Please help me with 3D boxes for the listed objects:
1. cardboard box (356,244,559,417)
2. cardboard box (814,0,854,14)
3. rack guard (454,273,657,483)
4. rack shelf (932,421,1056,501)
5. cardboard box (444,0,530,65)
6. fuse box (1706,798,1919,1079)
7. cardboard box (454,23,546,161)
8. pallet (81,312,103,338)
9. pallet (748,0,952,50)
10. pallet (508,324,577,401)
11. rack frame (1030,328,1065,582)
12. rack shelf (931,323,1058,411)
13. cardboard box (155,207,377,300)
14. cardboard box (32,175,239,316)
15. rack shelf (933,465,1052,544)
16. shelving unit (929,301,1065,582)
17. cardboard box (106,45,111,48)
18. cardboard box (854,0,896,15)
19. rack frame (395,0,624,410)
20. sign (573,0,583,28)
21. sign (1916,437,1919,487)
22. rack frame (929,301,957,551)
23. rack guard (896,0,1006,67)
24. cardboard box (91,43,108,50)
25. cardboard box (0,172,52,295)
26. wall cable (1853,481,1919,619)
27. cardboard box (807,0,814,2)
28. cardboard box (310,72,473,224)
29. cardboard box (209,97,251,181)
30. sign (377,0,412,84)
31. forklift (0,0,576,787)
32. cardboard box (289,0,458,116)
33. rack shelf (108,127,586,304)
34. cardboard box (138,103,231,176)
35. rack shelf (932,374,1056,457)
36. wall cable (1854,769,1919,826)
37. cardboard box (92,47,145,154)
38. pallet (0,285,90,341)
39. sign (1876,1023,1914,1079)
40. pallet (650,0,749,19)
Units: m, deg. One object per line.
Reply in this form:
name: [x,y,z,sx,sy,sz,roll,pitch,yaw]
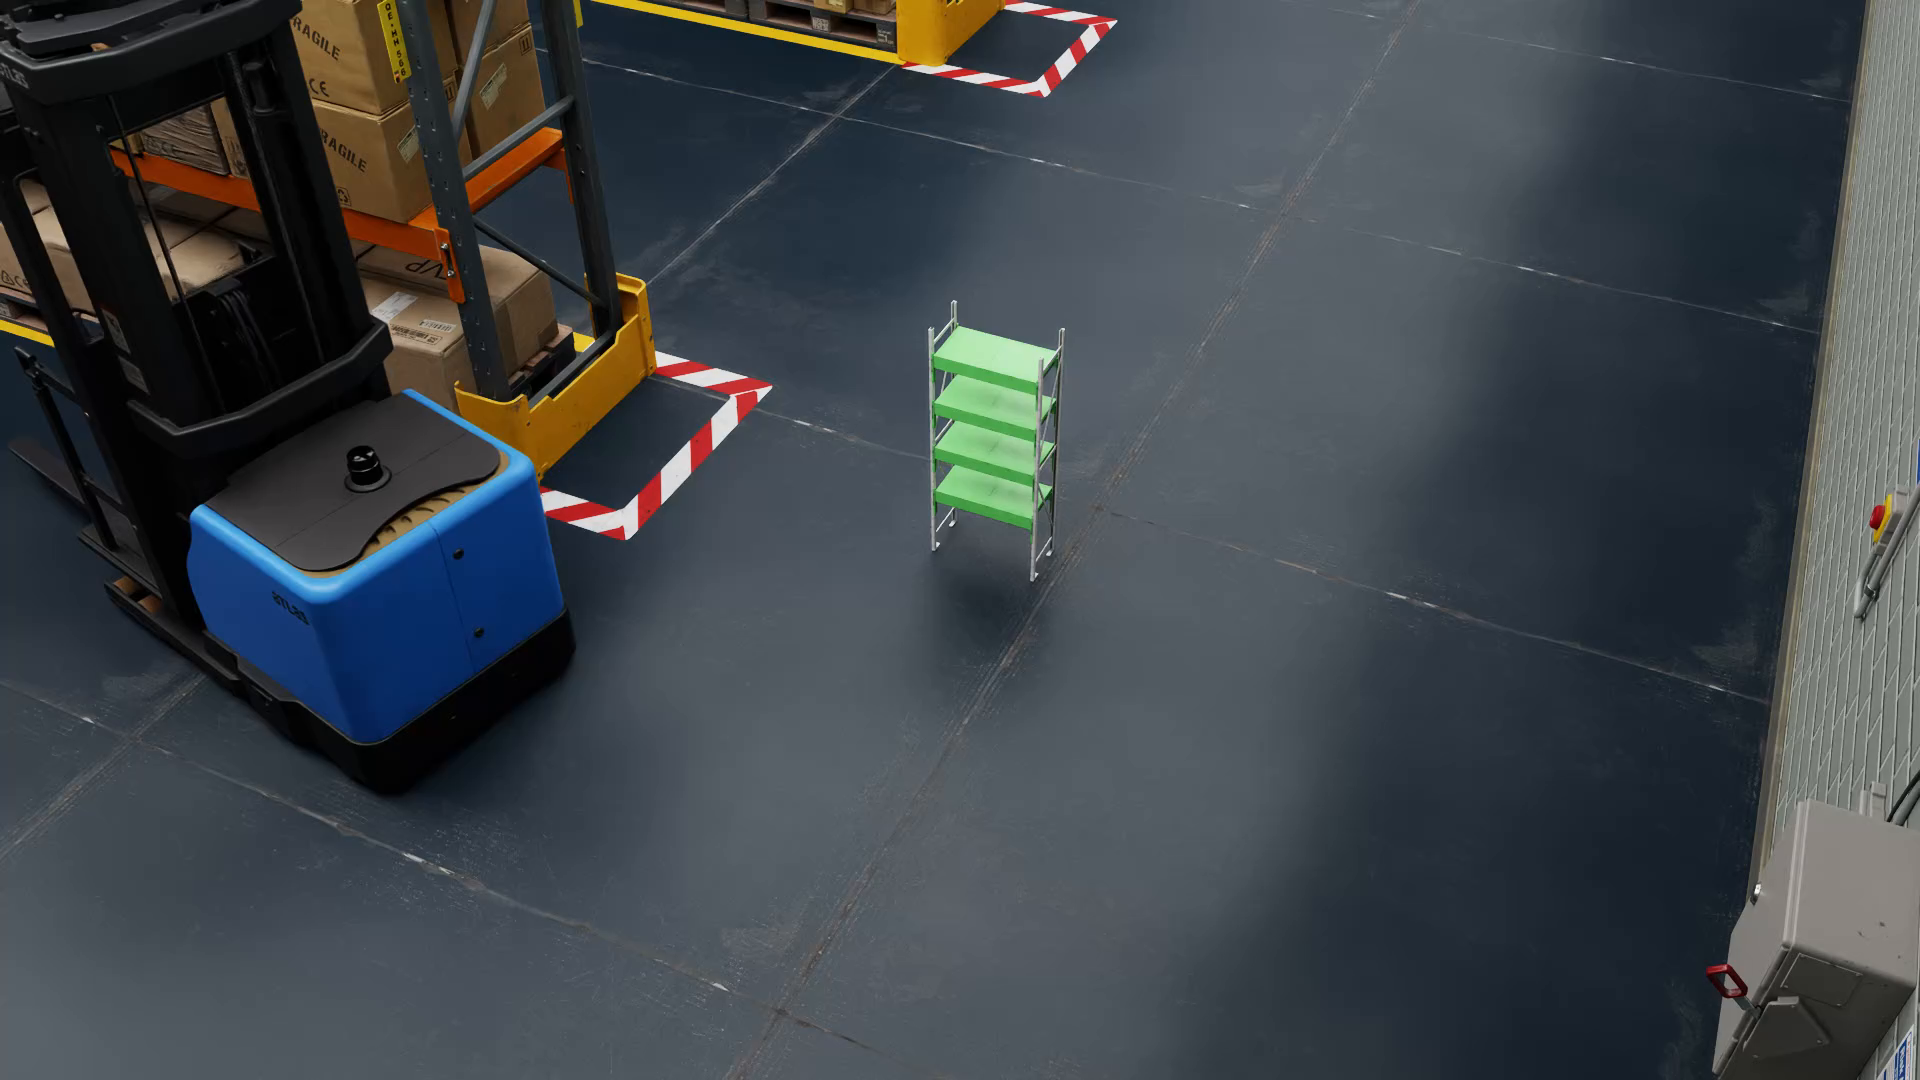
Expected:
cardboard box: [-2.623,-1.074,8.219,0.875,0.438,0.875,16,43,17]
cardboard box: [-0.822,-3.841,11.631,0.250,0.149,0.380,18,44,20]
rack guard: [-1.960,-0.809,8.186,0.348,0.500,1.175,17,44,19]
rack shelf: [0.150,-0.359,7.230,0.480,0.148,0.258,17,44,19]
cardboard box: [-2.297,-2.478,7.363,0.500,0.500,0.500,16,43,18]
fuse box: [2.117,1.480,4.619,0.414,1.711,0.539,17,44,19]
cardboard box: [-2.296,-2.102,7.692,0.500,0.500,0.500,17,44,18]
pallet: [-3.841,-1.220,8.881,1.213,0.211,1.003,17,44,19]
pallet: [-0.771,-3.940,12.018,1.213,0.211,1.003,17,44,19]
pallet: [-2.740,-0.882,8.490,1.213,0.211,1.003,17,44,19]
rack frame: [0.371,-0.340,7.110,0.015,1.200,0.240,17,44,19]
rack shelf: [0.150,-0.722,6.916,0.480,0.148,0.258,17,44,19]
cardboard box: [-3.455,-1.323,8.505,0.875,0.438,0.875,18,44,20]
cardboard box: [-4.272,-1.574,8.795,0.875,0.438,0.875,16,43,17]
rack shelf: [0.150,-0.178,7.387,0.480,0.148,0.258,17,44,19]
shelving unit: [0.150,-0.408,7.188,0.503,1.200,0.258,17,44,19]
cardboard box: [-3.453,-2.434,7.313,0.500,0.500,0.500,17,44,18]
cardboard box: [-0.546,-3.830,11.618,0.250,0.149,0.380,18,44,19]
rack frame: [-1.982,-1.760,7.375,0.127,3.000,1.000,17,44,19]
sign: [-1.742,-2.445,7.443,0.005,0.325,0.100,17,44,19]
sign: [3.213,-0.327,5.514,0.001,0.218,0.327,17,44,19]
rack frame: [-0.071,-0.475,7.266,0.015,1.200,0.240,17,44,19]
rack guard: [-0.050,-3.803,11.640,0.348,0.500,1.175,17,44,19]
cardboard box: [-3.907,-2.575,7.475,0.500,0.500,0.500,17,44,18]
cardboard box: [-5.083,-1.821,9.080,0.875,0.438,0.875,16,44,18]
wall cable: [3.138,-0.609,5.246,0.123,1.953,0.585,17,44,19]
cardboard box: [-1.025,-3.965,11.775,0.250,0.149,0.380,17,44,18]
cardboard box: [-2.531,-1.775,7.315,0.500,0.500,0.500,17,44,19]
cardboard box: [-2.980,-1.923,7.486,0.500,0.500,0.500,16,43,18]
sign: [-2.224,-1.969,6.551,0.005,0.325,0.100,17,44,19]
forklift: [-3.086,-0.954,6.497,3.031,2.935,1.130,27,48,28]
cardboard box: [-2.520,-2.168,7.006,0.500,0.500,0.500,18,44,20]
rack shelf: [-3.795,-2.042,8.249,4.000,0.370,1.077,17,44,19]
cardboard box: [-3.450,-2.059,7.643,0.500,0.500,0.500,18,44,20]
rack shelf: [0.150,-0.541,7.073,0.480,0.148,0.258,17,44,19]
wall cable: [2.549,0.248,4.282,0.122,1.984,0.588,17,44,19]
cardboard box: [-3.923,-2.195,7.799,0.500,0.500,0.500,18,44,20]
pallet: [-4.951,-1.557,9.270,1.213,0.211,1.003,17,44,19]
sign: [2.096,1.380,3.824,0.001,0.494,0.329,17,44,19]
pallet: [-1.873,-4.279,12.409,1.213,0.211,1.003,17,44,19]
